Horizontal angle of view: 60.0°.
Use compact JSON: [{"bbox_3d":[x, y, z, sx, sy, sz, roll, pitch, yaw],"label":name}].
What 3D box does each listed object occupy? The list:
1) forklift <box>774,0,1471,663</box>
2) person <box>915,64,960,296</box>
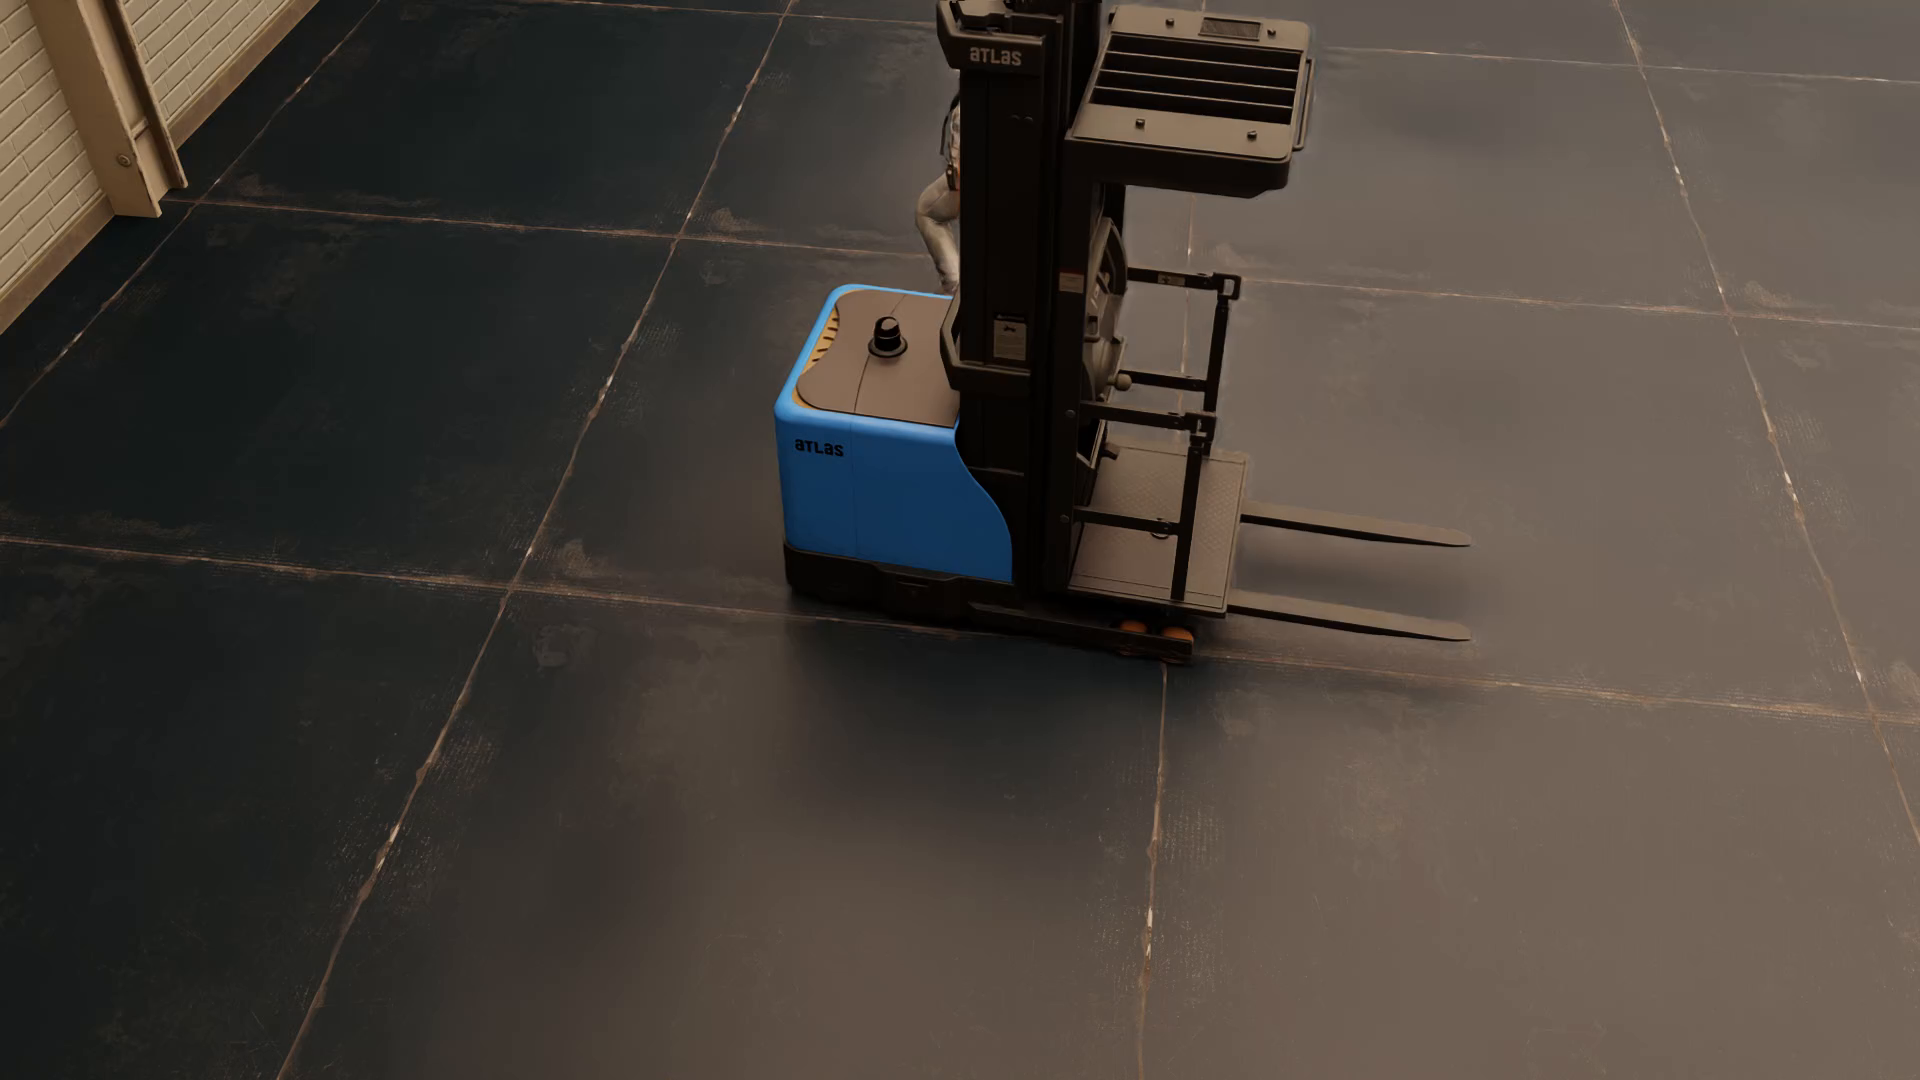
[{"bbox_3d":[0.777,-0.934,6.742,3.031,2.935,1.130,9,43,9],"label":"forklift"},{"bbox_3d":[0.087,-1.954,8.865,0.706,1.583,0.619,-31,51,-29],"label":"person"}]
